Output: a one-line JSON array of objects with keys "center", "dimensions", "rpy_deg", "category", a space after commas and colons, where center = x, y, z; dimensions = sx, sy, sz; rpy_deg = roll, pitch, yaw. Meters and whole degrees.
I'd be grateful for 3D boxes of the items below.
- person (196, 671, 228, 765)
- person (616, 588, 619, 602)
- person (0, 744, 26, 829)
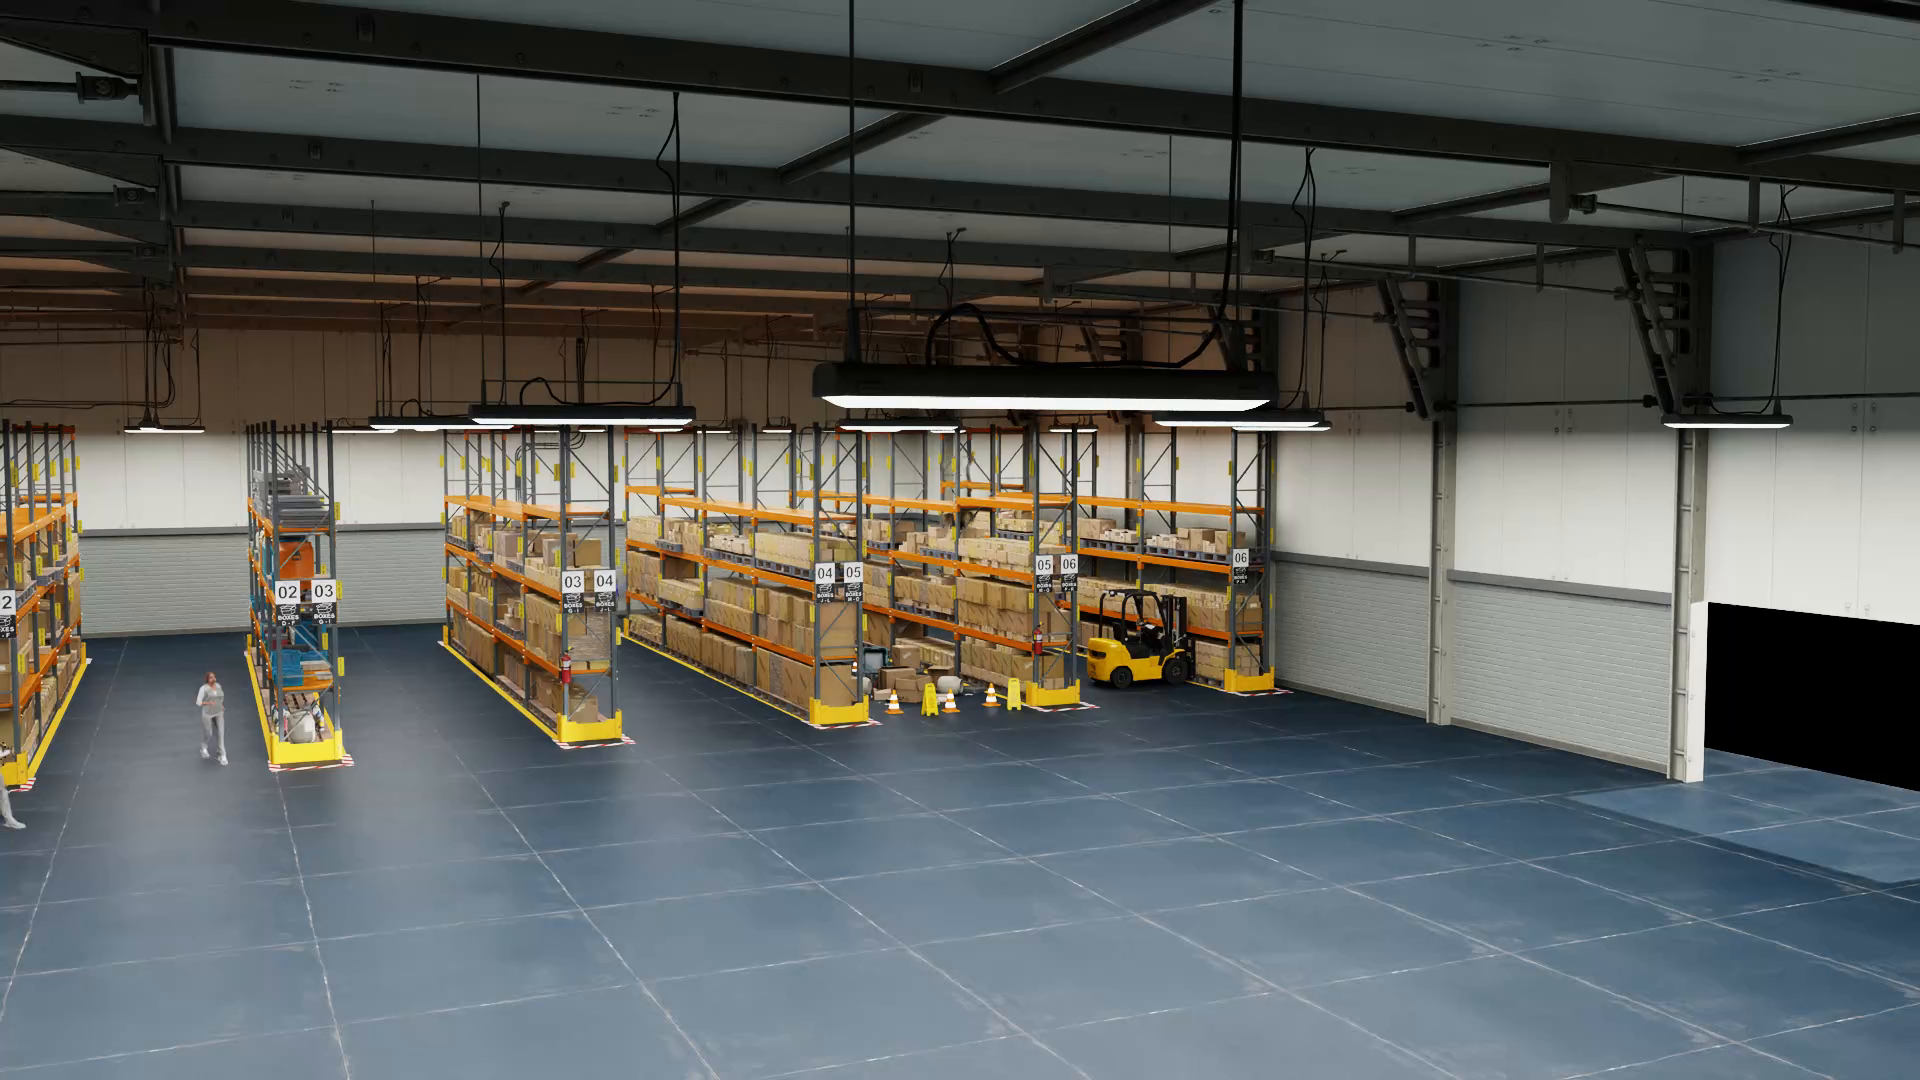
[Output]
[{"center": [-13.071, 3.086, 29.051], "dimensions": [0.859, 1.605, 0.537], "rpy_deg": [3, 5, 44], "category": "person"}, {"center": [-10.130, 1.975, 48.348], "dimensions": [0.589, 1.550, 0.562], "rpy_deg": [2, 4, 28], "category": "person"}, {"center": [-14.027, 3.349, 23.978], "dimensions": [0.950, 1.671, 0.613], "rpy_deg": [0, 4, -5], "category": "person"}]
